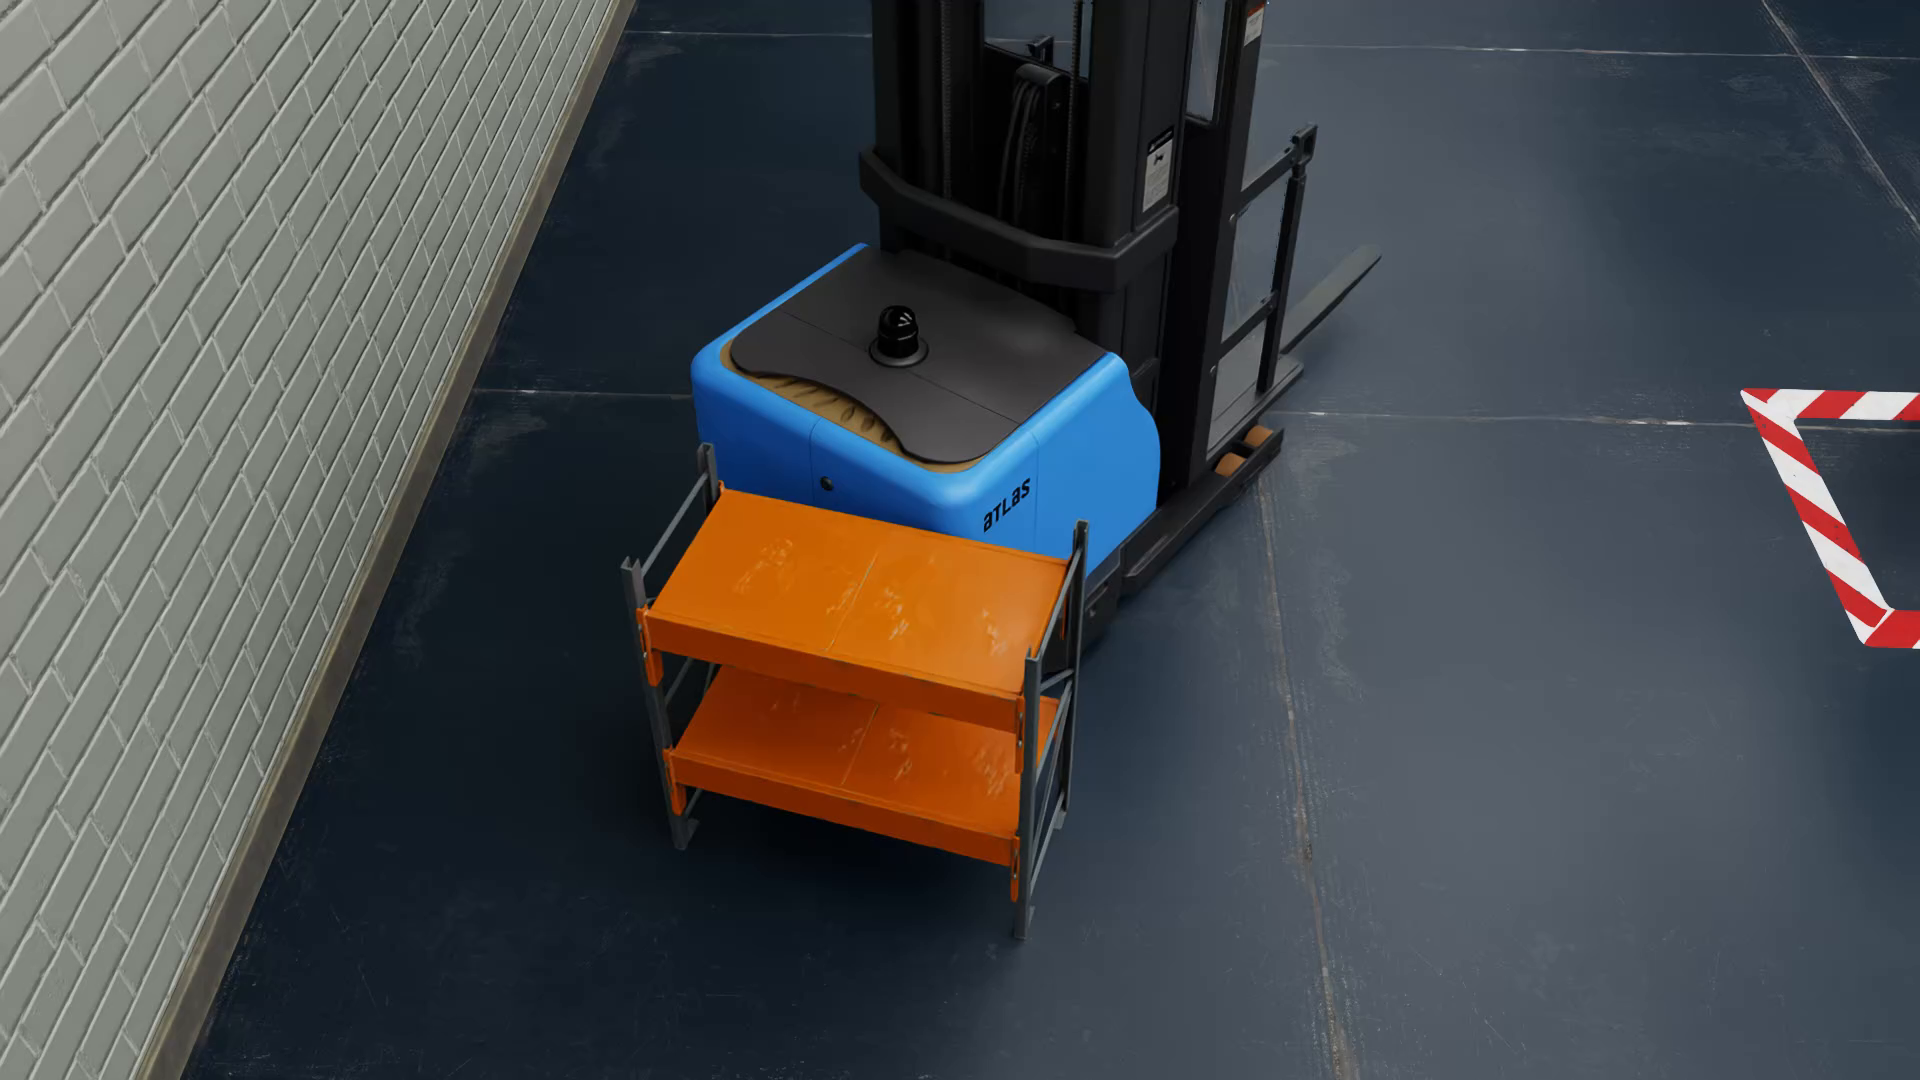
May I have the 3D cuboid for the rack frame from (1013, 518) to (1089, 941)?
[{"bbox_3d":[0.236,0.523,4.363,0.032,1.125,0.500,12,44,12],"label":"rack frame"}]

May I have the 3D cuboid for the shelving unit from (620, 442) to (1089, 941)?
[{"bbox_3d":[-0.250,0.421,4.473,1.048,1.125,0.538,12,44,12],"label":"shelving unit"}]

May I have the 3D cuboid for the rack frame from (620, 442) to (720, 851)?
[{"bbox_3d":[-0.736,0.319,4.582,0.032,1.125,0.500,12,44,12],"label":"rack frame"}]

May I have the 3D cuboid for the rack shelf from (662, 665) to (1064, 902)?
[{"bbox_3d":[-0.250,0.600,4.639,1.000,0.278,0.538,12,44,12],"label":"rack shelf"}]

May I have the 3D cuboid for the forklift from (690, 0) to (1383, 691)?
[{"bbox_3d":[0.509,-1.401,5.104,1.130,2.935,3.031,28,50,27],"label":"forklift"}]

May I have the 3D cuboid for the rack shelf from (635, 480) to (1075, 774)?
[{"bbox_3d":[-0.250,0.207,4.273,1.000,0.278,0.538,12,44,12],"label":"rack shelf"}]
